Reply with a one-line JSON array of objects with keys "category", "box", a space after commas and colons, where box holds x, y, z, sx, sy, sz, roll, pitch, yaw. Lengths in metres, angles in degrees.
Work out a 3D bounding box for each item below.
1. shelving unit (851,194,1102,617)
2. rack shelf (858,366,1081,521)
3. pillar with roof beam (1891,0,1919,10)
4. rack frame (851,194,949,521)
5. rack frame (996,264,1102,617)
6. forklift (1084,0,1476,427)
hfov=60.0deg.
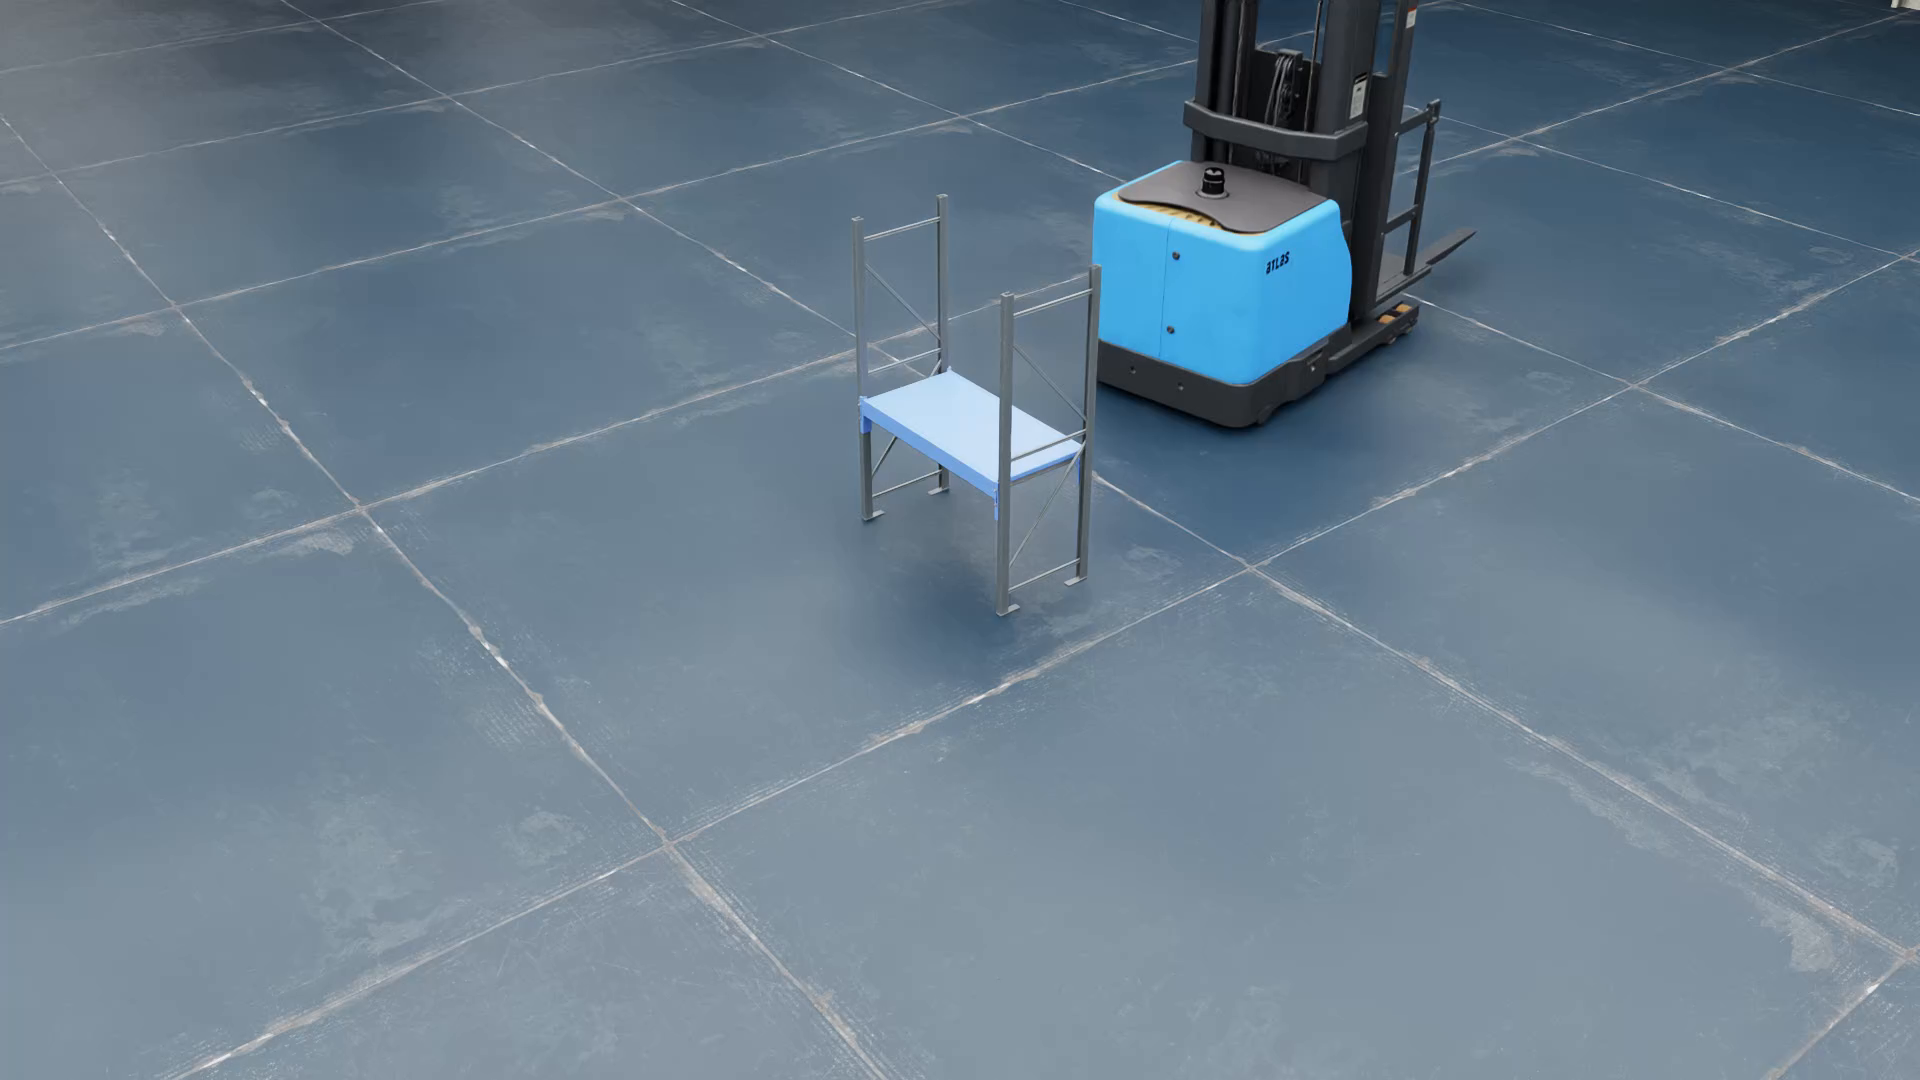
[{"category": "shelving unit", "box": [0.052, -0.602, 7.297, 0.538, 1.500, 1.048, -22, 38, -31]}, {"category": "rack shelf", "box": [0.052, -0.449, 7.392, 0.538, 0.185, 1.000, -22, 38, -31]}, {"category": "pillar with roof beam", "box": [5.810, -7.539, 11.359, 9.100, 9.000, 0.400, -22, 38, -31]}, {"category": "rack frame", "box": [-0.259, -0.813, 7.638, 0.500, 1.500, 0.032, -22, 38, -31]}, {"category": "rack frame", "box": [0.364, -0.390, 6.956, 0.500, 1.500, 0.032, -22, 38, -31]}, {"category": "forklift", "box": [2.019, -2.525, 9.037, 1.130, 2.935, 3.031, 24, 39, 34]}]
